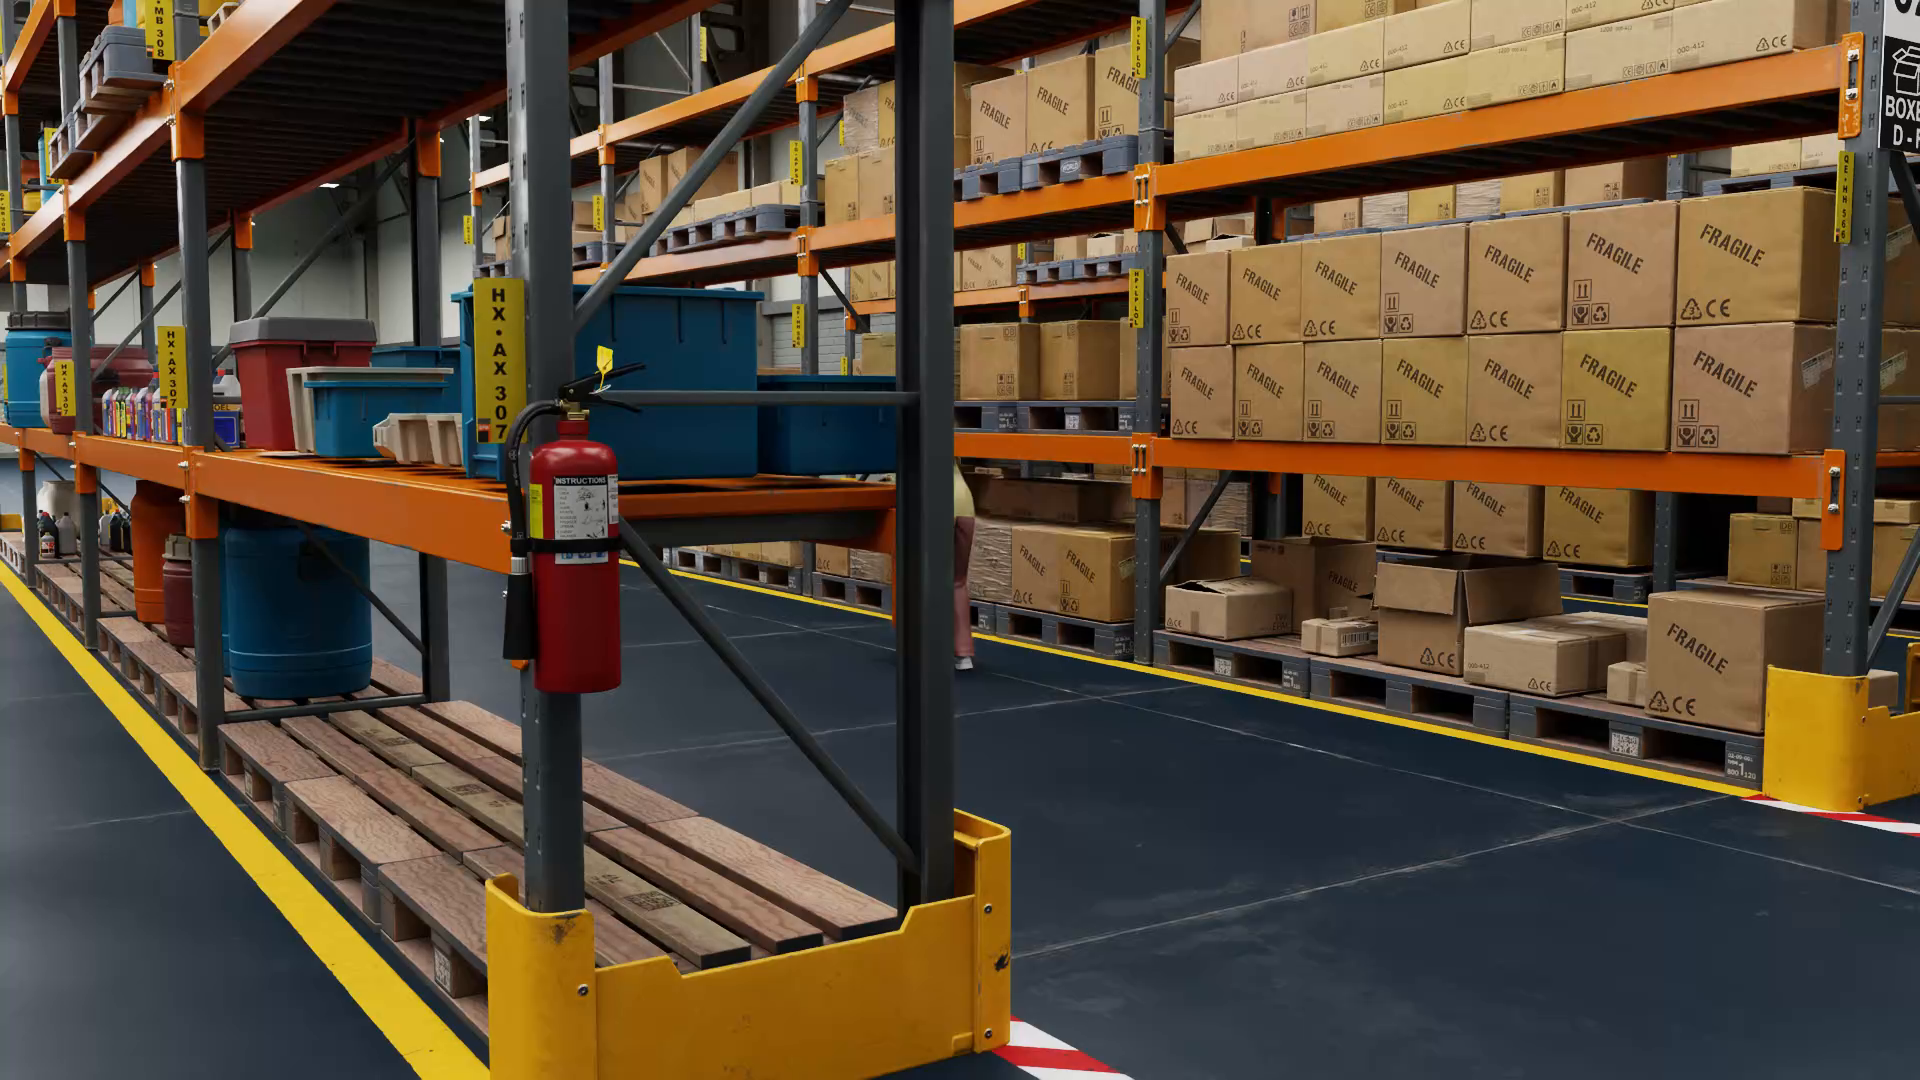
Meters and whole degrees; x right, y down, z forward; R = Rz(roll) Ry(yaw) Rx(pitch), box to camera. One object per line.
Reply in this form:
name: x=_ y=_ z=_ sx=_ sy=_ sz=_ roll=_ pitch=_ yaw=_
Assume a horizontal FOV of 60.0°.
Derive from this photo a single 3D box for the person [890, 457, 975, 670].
person: x=-0.184 y=-0.050 z=9.404 sx=0.402 sy=1.555 sz=0.615 roll=-3 pitch=6 yaw=-34
